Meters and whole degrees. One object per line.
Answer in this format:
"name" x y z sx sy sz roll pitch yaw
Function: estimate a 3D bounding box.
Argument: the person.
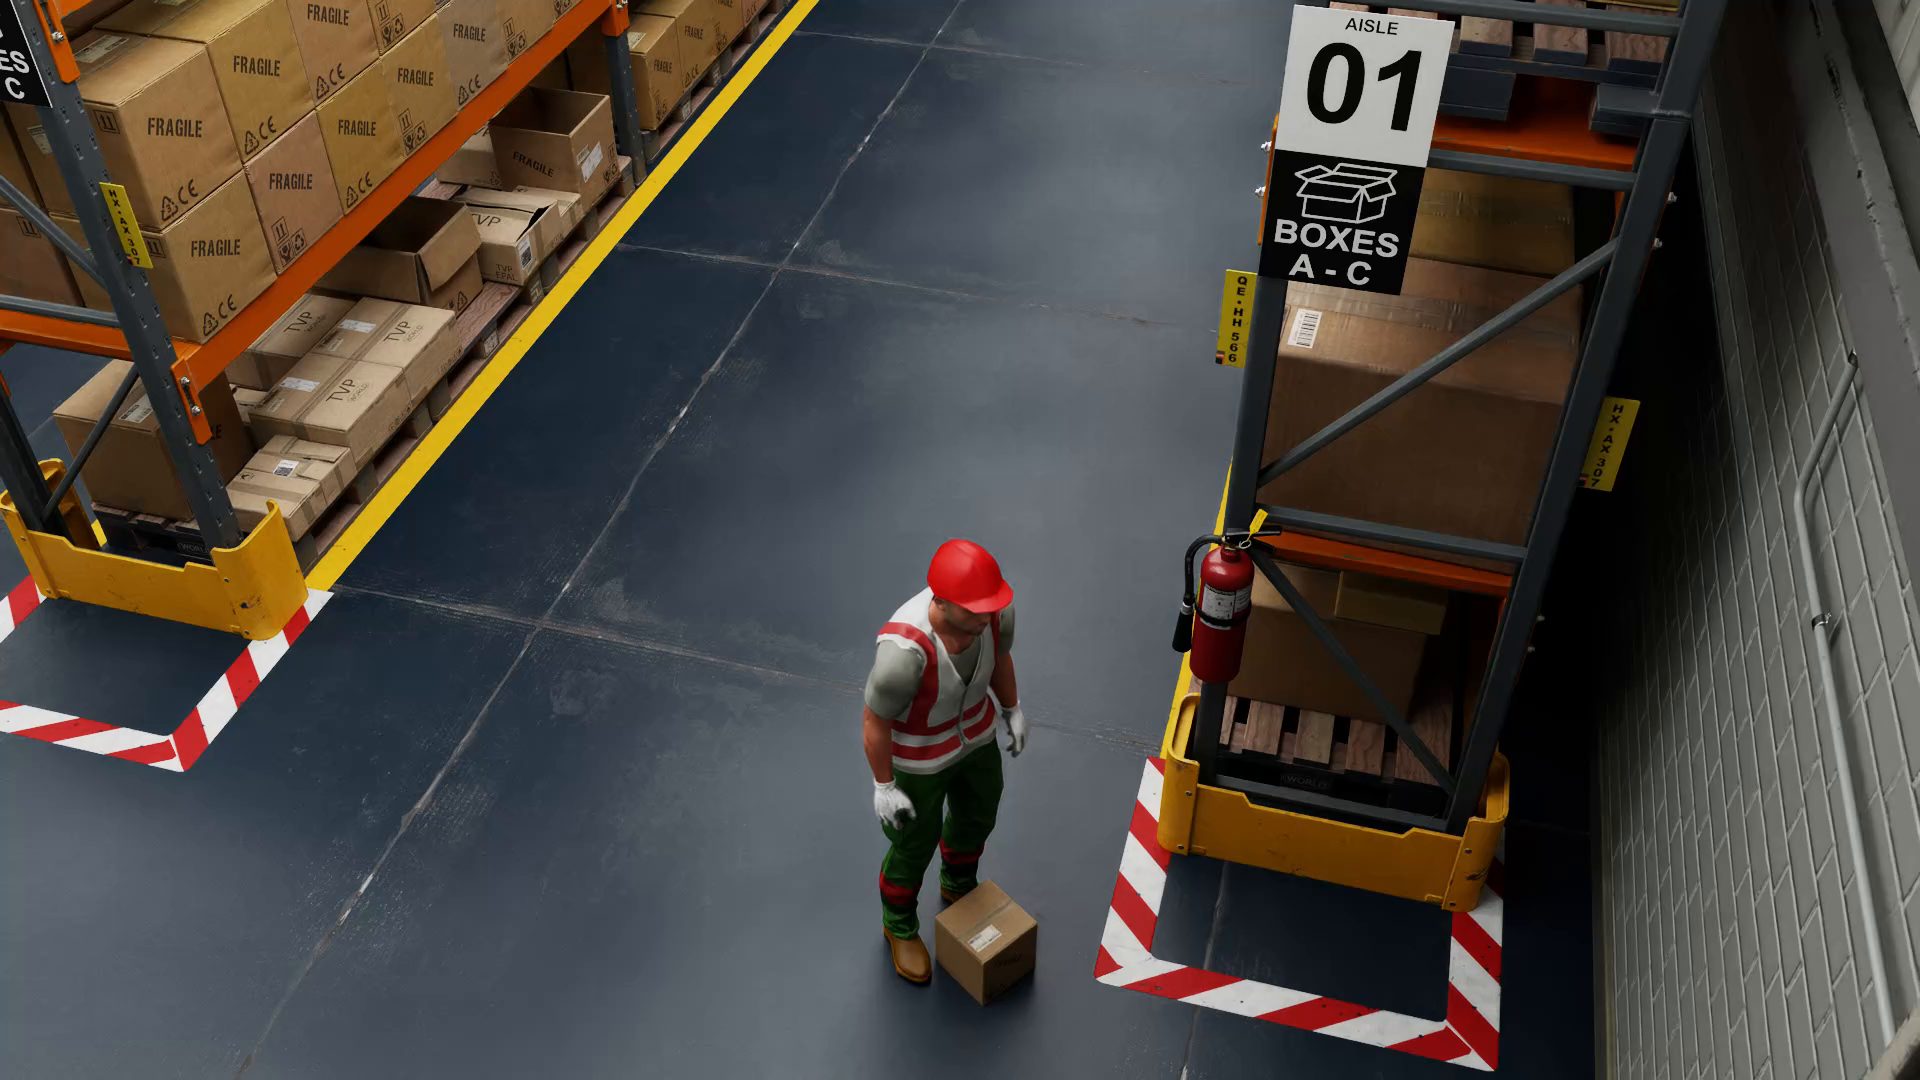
"person" -0.038 0.678 5.355 0.623 1.780 0.449 -28 48 -29
